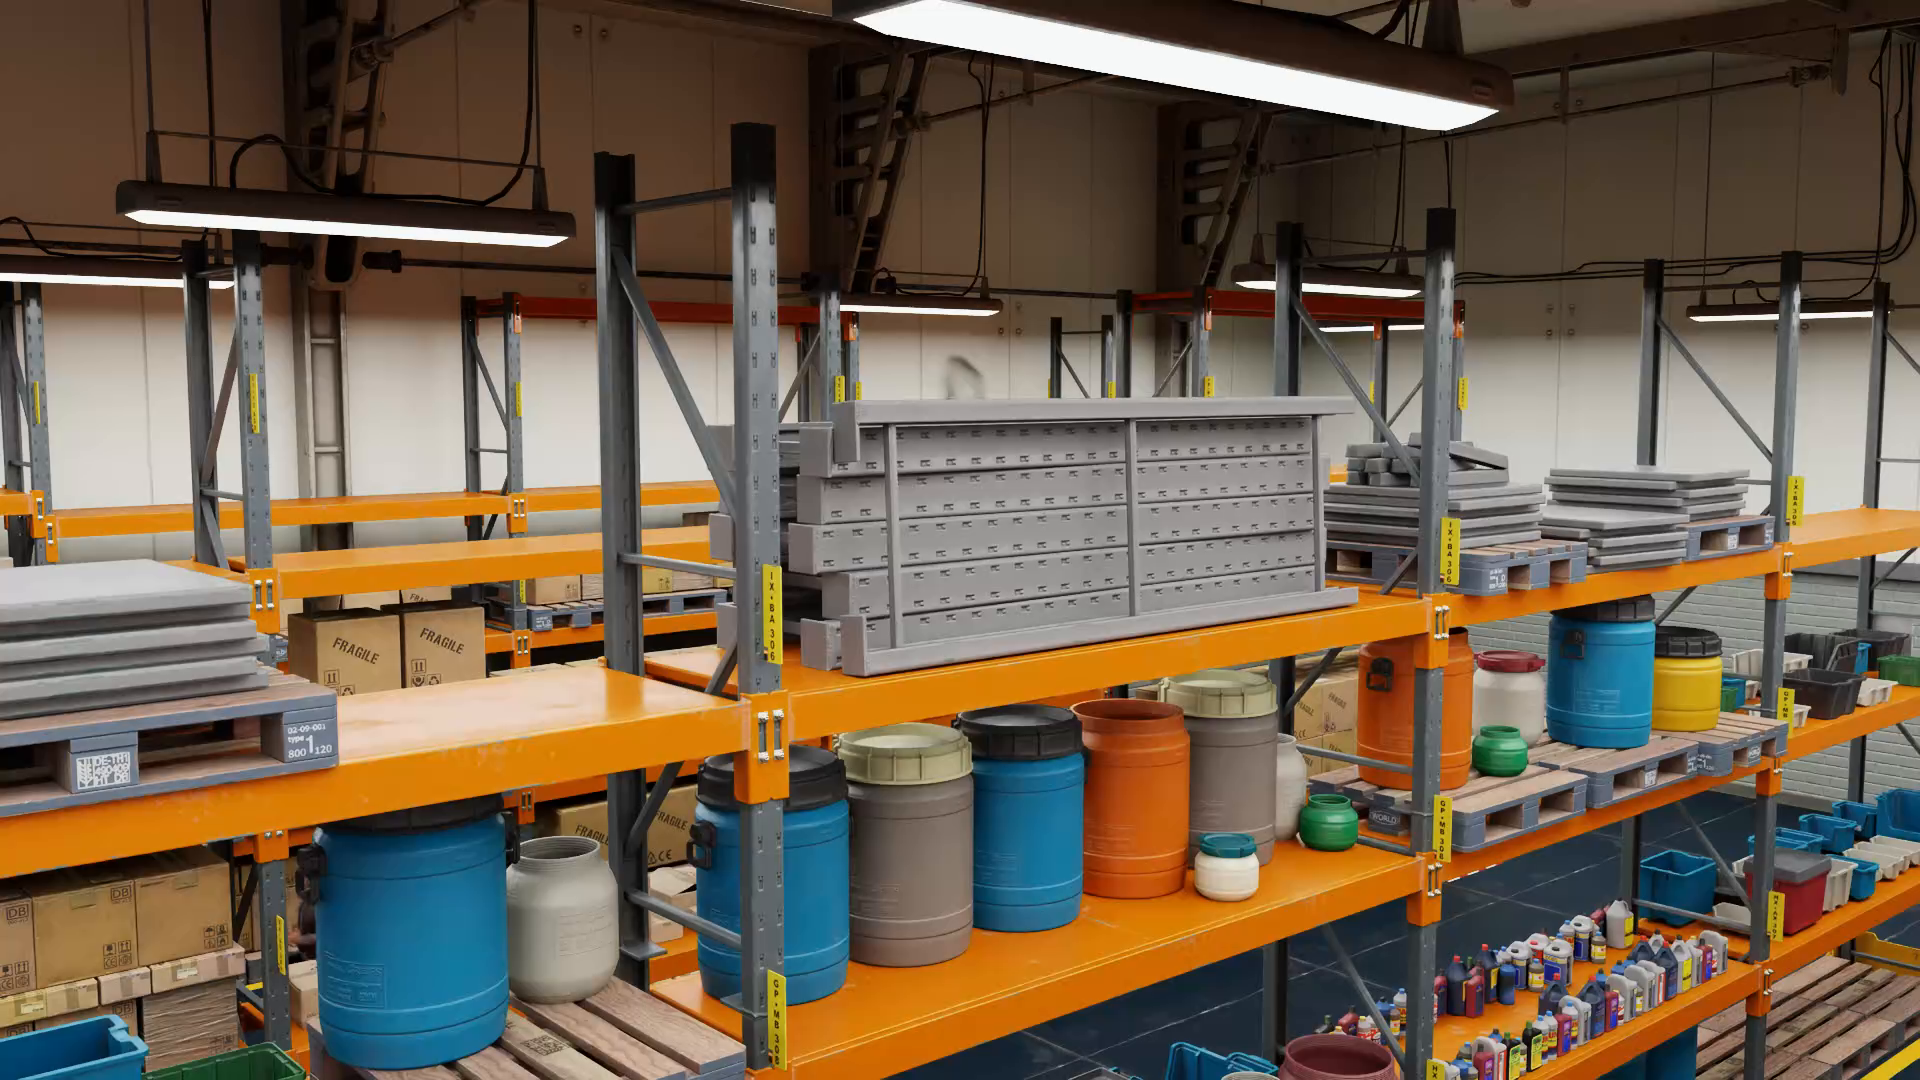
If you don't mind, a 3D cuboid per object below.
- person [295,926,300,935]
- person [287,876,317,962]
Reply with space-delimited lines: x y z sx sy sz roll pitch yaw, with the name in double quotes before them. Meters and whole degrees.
"person" -4.649 3.105 12.625 0.703 1.728 0.654 4 7 38
"person" -4.505 3.154 11.964 0.914 1.839 0.673 -5 7 -41
